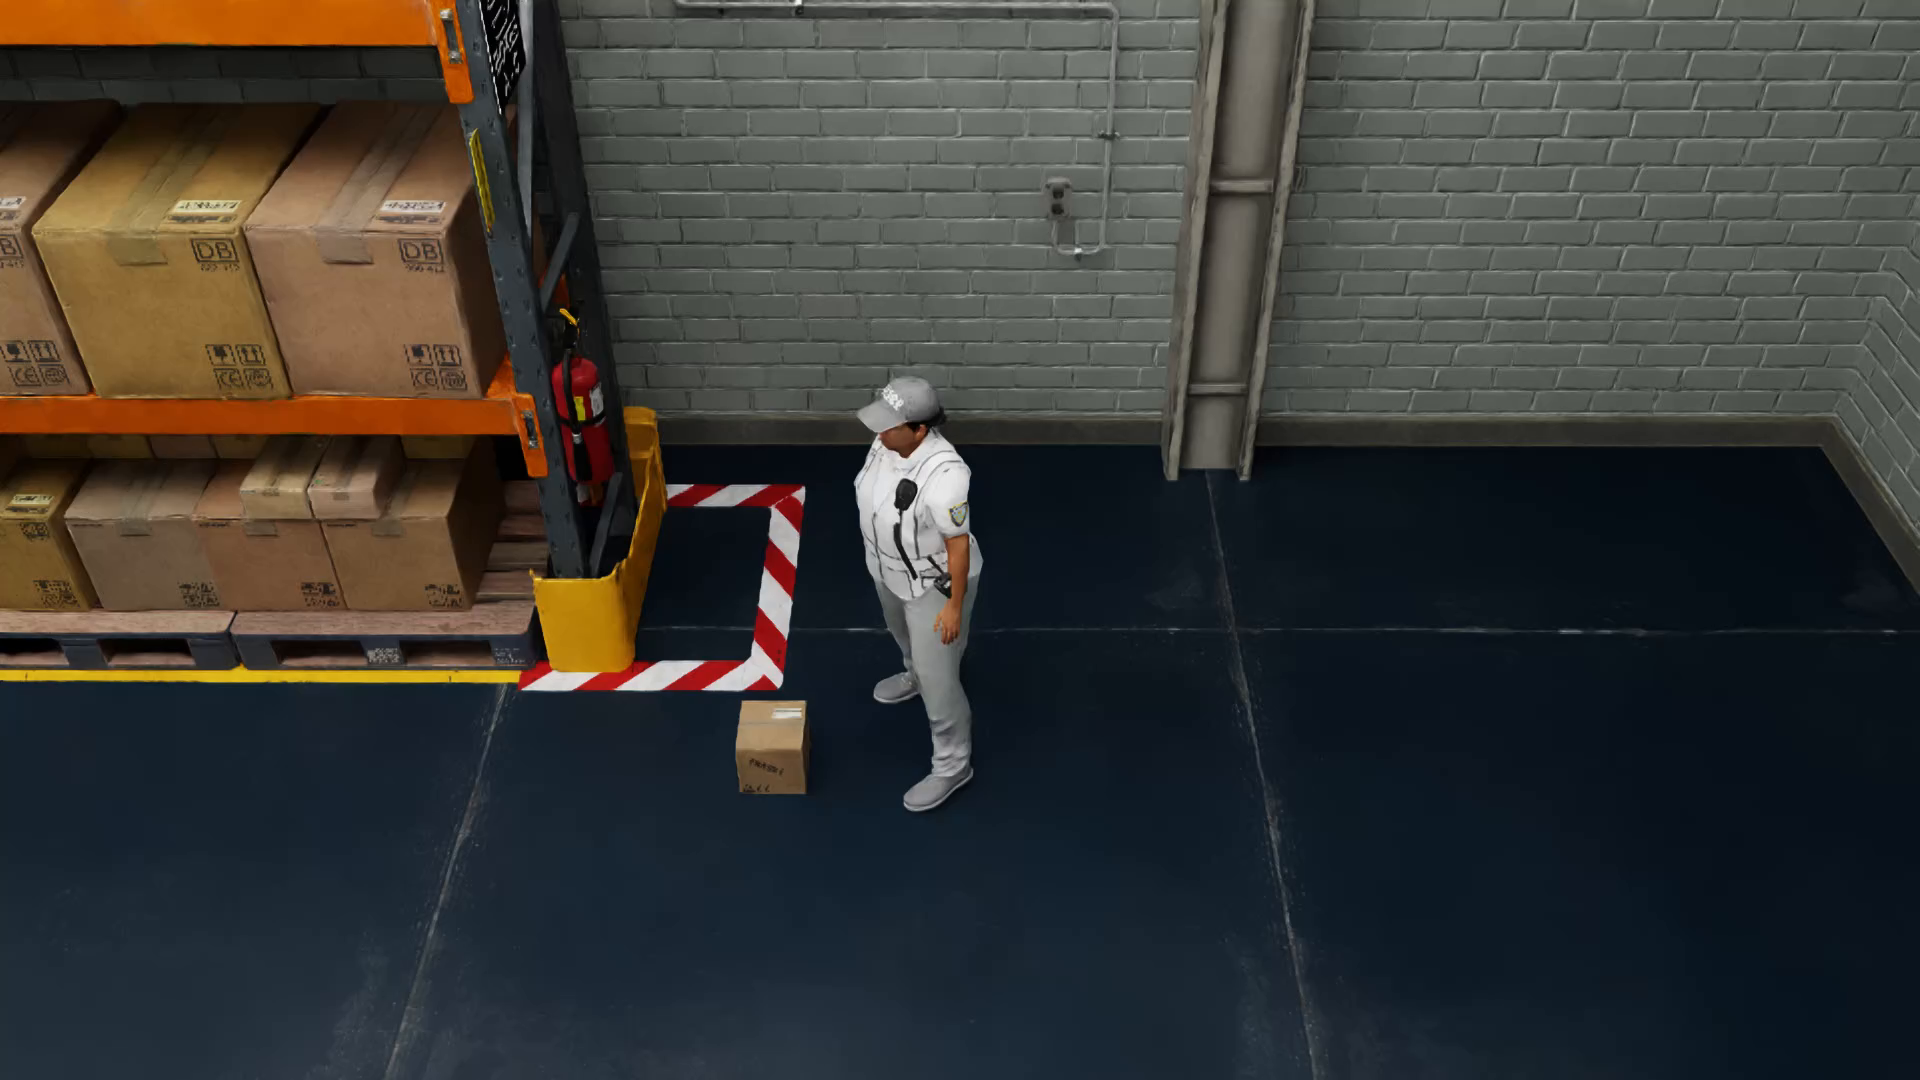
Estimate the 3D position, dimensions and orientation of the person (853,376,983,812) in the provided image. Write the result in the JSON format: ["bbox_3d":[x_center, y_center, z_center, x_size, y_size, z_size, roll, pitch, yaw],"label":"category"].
[{"bbox_3d":[-0.154,0.137,5.966,0.529,1.657,0.651,-27,47,-28],"label":"person"}]
